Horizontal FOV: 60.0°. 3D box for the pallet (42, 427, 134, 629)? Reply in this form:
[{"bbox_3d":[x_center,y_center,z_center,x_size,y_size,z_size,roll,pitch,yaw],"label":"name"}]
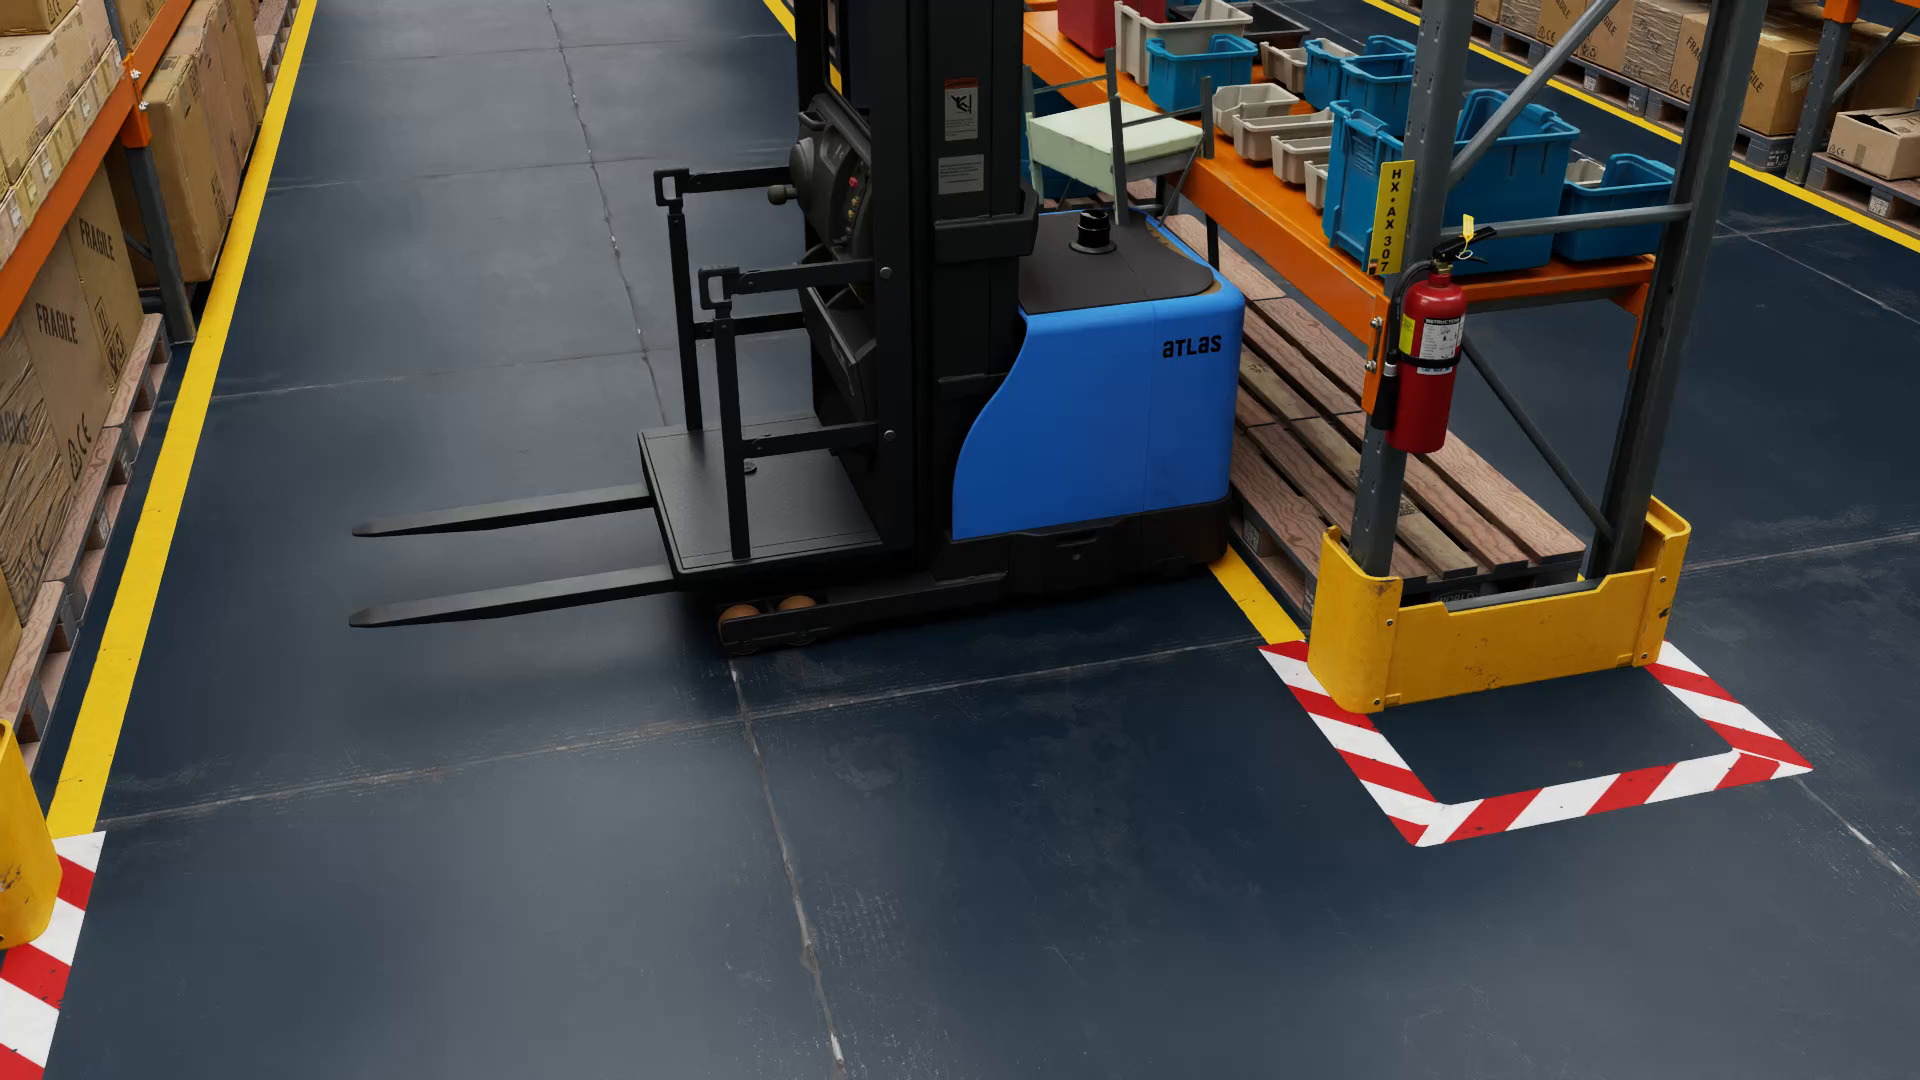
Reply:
[{"bbox_3d":[-3.654,-0.005,6.049,1.003,0.211,1.213,-8,31,-13],"label":"pallet"}]

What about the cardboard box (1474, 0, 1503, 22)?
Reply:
[{"bbox_3d":[4.228,-4.278,12.703,0.500,0.500,0.500,-7,31,-11],"label":"cardboard box"}]

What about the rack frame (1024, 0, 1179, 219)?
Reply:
[{"bbox_3d":[0.667,-2.839,8.160,1.000,3.000,0.127,-8,31,-13],"label":"rack frame"}]

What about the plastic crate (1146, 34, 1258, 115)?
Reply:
[{"bbox_3d":[0.937,-1.818,6.504,0.416,0.233,0.300,-8,31,-13],"label":"plastic crate"}]

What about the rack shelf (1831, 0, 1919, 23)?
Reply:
[{"bbox_3d":[5.975,-2.218,7.806,1.077,0.370,4.000,-8,31,-13],"label":"rack shelf"}]

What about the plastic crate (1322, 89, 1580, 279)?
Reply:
[{"bbox_3d":[1.460,-1.085,5.035,0.616,0.435,0.499,-8,31,-13],"label":"plastic crate"}]

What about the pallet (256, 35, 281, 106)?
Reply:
[{"bbox_3d":[-5.376,-3.283,11.711,1.003,0.211,1.213,-8,31,-13],"label":"pallet"}]

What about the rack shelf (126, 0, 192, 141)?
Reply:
[{"bbox_3d":[-4.639,-2.835,8.872,1.077,0.370,4.000,-8,31,-13],"label":"rack shelf"}]

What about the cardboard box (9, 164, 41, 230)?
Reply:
[{"bbox_3d":[-3.232,-1.098,5.403,0.380,0.149,0.250,-9,31,-15],"label":"cardboard box"}]

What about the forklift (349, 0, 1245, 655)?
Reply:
[{"bbox_3d":[-0.603,-1.178,5.360,3.031,2.935,1.130,-9,31,-14],"label":"forklift"}]

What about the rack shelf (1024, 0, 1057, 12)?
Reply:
[{"bbox_3d":[0.137,-3.493,10.009,1.077,0.370,4.000,-8,31,-13],"label":"rack shelf"}]

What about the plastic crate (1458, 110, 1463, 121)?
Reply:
[{"bbox_3d":[1.796,-1.475,6.008,0.250,0.136,0.298,-8,31,-13],"label":"plastic crate"}]

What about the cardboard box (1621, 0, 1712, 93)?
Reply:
[{"bbox_3d":[4.781,-3.287,10.990,0.500,0.500,0.500,-7,31,-13],"label":"cardboard box"}]

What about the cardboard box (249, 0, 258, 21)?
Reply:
[{"bbox_3d":[-5.683,-4.081,12.362,0.700,0.500,0.500,-5,30,-9],"label":"cardboard box"}]

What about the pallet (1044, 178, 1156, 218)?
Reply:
[{"bbox_3d":[0.503,-2.010,9.512,1.003,0.211,1.213,-8,31,-13],"label":"pallet"}]

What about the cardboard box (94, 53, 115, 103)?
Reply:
[{"bbox_3d":[-3.642,-1.843,6.691,0.380,0.149,0.250,-7,31,-12],"label":"cardboard box"}]

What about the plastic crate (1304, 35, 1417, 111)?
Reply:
[{"bbox_3d":[1.552,-1.804,6.480,0.416,0.233,0.300,-8,31,-13],"label":"plastic crate"}]

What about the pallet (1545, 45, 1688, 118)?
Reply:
[{"bbox_3d":[4.864,-3.267,11.684,1.003,0.211,1.213,-8,31,-13],"label":"pallet"}]

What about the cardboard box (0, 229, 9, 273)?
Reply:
[{"bbox_3d":[-3.097,-0.851,4.977,0.380,0.149,0.250,-8,31,-14],"label":"cardboard box"}]

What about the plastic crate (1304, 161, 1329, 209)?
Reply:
[{"bbox_3d":[1.338,-1.189,5.513,0.396,0.136,0.243,-8,31,-13],"label":"plastic crate"}]

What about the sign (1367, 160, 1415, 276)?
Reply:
[{"bbox_3d":[1.203,-0.897,4.642,0.100,0.325,0.005,-8,31,-13],"label":"sign"}]

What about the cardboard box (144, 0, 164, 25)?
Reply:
[{"bbox_3d":[-4.123,-2.722,7.858,0.500,0.500,0.500,-8,31,-13],"label":"cardboard box"}]

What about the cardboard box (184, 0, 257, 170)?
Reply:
[{"bbox_3d":[-4.777,-2.607,9.461,1.225,0.875,0.875,-8,31,-13],"label":"cardboard box"}]

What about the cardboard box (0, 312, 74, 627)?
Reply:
[{"bbox_3d":[-3.535,-0.249,5.387,0.875,0.875,0.875,-8,31,-13],"label":"cardboard box"}]

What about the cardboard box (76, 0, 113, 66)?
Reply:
[{"bbox_3d":[-3.738,-2.066,6.677,0.500,0.250,0.500,-8,31,-14],"label":"cardboard box"}]

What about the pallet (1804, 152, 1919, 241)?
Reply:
[{"bbox_3d":[5.625,-1.957,9.420,1.003,0.211,1.213,-8,31,-13],"label":"pallet"}]

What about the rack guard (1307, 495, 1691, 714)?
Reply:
[{"bbox_3d":[1.748,0.185,5.432,1.175,0.500,0.348,-8,31,-13],"label":"rack guard"}]

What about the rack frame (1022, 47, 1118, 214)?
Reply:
[{"bbox_3d":[0.506,-1.221,6.824,0.400,1.500,0.023,-17,29,-18],"label":"rack frame"}]

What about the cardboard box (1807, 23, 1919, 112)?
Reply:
[{"bbox_3d":[5.551,-2.870,10.271,0.500,0.500,0.500,-9,31,-16],"label":"cardboard box"}]

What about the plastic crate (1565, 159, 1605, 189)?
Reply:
[{"bbox_3d":[1.976,-1.148,5.442,0.250,0.136,0.298,-8,31,-13],"label":"plastic crate"}]

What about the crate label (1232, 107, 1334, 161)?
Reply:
[{"bbox_3d":[1.178,-1.462,5.984,0.396,0.136,0.243,-8,31,-13],"label":"crate label"}]

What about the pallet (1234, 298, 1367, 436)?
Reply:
[{"bbox_3d":[1.227,-0.692,7.234,1.003,0.211,1.213,-8,31,-13],"label":"pallet"}]

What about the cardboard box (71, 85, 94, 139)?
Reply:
[{"bbox_3d":[-3.506,-1.595,6.263,0.380,0.149,0.250,-7,31,-12],"label":"cardboard box"}]

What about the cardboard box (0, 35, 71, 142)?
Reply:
[{"bbox_3d":[-3.462,-1.570,5.820,0.500,0.250,0.500,-7,31,-12],"label":"cardboard box"}]

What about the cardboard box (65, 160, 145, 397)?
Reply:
[{"bbox_3d":[-4.010,-1.113,6.881,0.875,0.875,0.875,-8,31,-13],"label":"cardboard box"}]

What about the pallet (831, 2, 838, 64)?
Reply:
[{"bbox_3d":[-0.563,-3.943,12.852,1.003,0.211,1.213,-8,31,-13],"label":"pallet"}]

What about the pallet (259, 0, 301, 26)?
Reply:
[{"bbox_3d":[-6.023,-4.461,13.747,1.003,0.211,1.213,-8,31,-13],"label":"pallet"}]

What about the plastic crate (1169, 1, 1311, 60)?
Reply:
[{"bbox_3d":[1.223,-2.241,7.342,0.437,0.125,0.590,-8,31,-13],"label":"plastic crate"}]

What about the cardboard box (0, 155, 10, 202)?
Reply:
[{"bbox_3d":[-3.188,-1.073,4.963,0.500,0.250,0.500,-9,31,-15],"label":"cardboard box"}]

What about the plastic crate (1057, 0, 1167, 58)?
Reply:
[{"bbox_3d":[0.663,-2.428,7.327,0.402,0.464,0.583,-8,31,-13],"label":"plastic crate"}]

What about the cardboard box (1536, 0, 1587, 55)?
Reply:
[{"bbox_3d":[4.500,-3.783,11.848,0.500,0.500,0.500,-8,31,-14],"label":"cardboard box"}]

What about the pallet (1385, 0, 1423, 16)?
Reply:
[{"bbox_3d":[4.201,-4.624,14.027,1.003,0.211,1.213,-8,31,-13],"label":"pallet"}]

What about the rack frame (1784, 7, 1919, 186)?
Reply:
[{"bbox_3d":[5.444,-3.496,9.295,1.000,3.000,0.127,-8,31,-13],"label":"rack frame"}]

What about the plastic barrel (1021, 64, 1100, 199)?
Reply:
[{"bbox_3d":[0.539,-2.377,9.039,0.600,0.901,0.708,-8,31,-13],"label":"plastic barrel"}]

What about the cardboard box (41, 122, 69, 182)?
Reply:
[{"bbox_3d":[-3.370,-1.347,5.834,0.380,0.149,0.250,-8,31,-14],"label":"cardboard box"}]

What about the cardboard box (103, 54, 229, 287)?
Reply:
[{"bbox_3d":[-4.297,-1.749,7.979,1.225,0.875,0.875,-8,31,-13],"label":"cardboard box"}]

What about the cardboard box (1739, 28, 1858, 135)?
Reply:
[{"bbox_3d":[5.037,-2.804,10.157,0.500,0.500,0.500,-8,31,-14],"label":"cardboard box"}]

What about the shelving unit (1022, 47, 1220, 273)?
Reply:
[{"bbox_3d":[0.649,-1.079,6.519,0.431,1.500,0.755,-17,29,-18],"label":"shelving unit"}]

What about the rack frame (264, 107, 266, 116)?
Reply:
[{"bbox_3d":[-5.170,-4.112,10.360,1.000,3.000,0.127,-8,31,-13],"label":"rack frame"}]

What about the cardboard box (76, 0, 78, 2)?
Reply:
[{"bbox_3d":[-3.728,-2.382,6.476,0.500,0.500,0.500,-7,31,-12],"label":"cardboard box"}]
